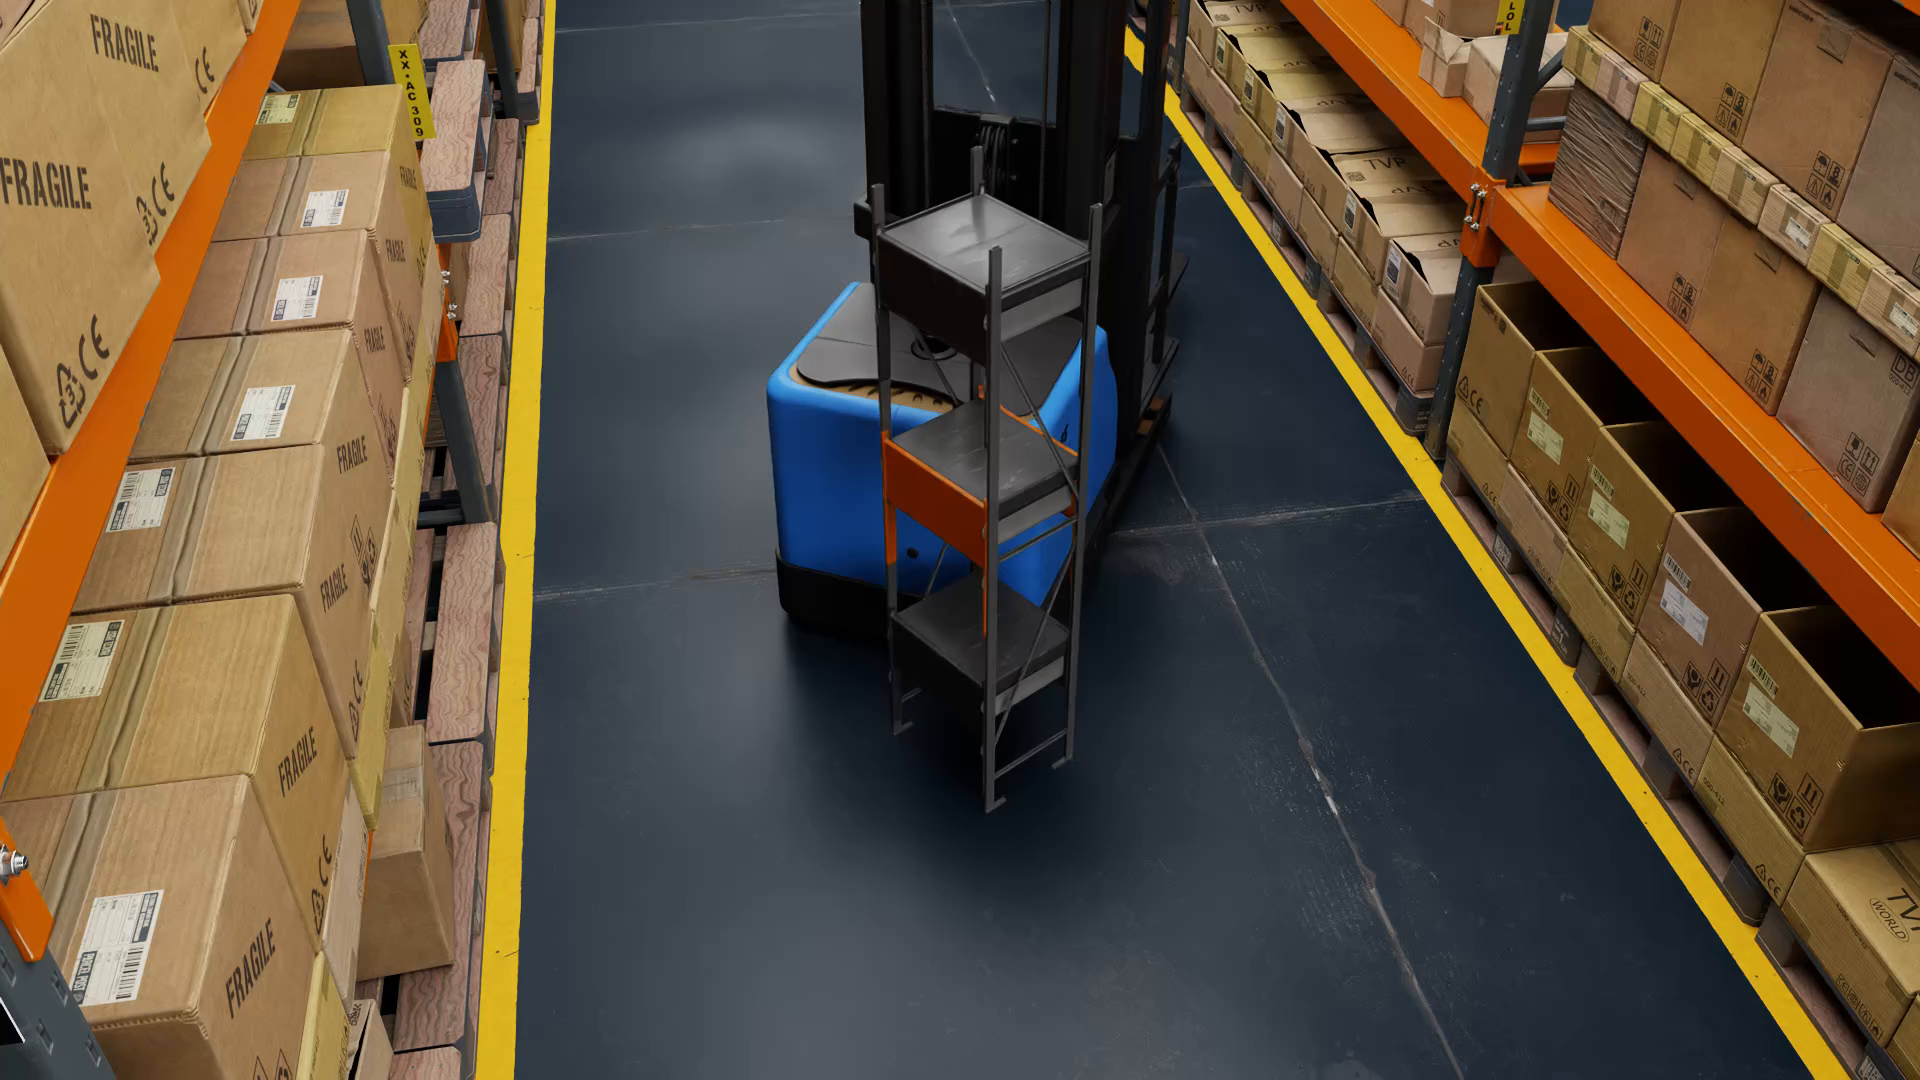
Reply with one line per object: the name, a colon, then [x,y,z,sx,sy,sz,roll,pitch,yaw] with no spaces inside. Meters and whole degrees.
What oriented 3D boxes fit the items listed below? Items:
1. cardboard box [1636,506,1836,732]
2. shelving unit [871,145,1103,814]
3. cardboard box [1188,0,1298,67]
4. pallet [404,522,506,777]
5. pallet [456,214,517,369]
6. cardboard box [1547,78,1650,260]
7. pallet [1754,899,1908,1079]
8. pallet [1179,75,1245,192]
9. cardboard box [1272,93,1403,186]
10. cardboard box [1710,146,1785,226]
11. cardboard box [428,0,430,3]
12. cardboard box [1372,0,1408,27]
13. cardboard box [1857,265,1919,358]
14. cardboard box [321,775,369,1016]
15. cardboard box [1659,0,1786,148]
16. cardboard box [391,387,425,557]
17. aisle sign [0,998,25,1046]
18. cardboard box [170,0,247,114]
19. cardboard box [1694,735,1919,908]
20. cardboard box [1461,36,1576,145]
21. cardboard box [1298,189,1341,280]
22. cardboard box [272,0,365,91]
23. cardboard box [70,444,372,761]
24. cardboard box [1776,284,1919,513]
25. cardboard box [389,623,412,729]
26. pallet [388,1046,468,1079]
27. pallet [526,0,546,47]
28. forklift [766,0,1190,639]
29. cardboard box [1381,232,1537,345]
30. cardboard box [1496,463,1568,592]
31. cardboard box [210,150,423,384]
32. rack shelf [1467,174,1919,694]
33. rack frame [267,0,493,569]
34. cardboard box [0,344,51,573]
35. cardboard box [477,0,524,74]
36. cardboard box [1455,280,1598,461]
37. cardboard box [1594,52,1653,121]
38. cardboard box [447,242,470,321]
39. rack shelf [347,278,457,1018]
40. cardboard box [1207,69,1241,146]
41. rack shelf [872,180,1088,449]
cardboard box: [2.565,0.232,5.293,0.500,0.500,0.500,-6,38,-8]
shelving unit: [0.072,-0.110,5.178,0.431,2.100,0.503,-28,46,-31]
cardboard box: [1.629,-2.980,9.583,0.500,0.311,0.500,-5,38,-6]
pallet: [-2.197,0.427,6.028,1.003,0.211,1.213,-6,38,-8]
pallet: [-2.704,-1.183,8.101,1.003,0.211,1.213,-6,38,-8]
cardboard box: [2.611,-1.383,6.004,0.700,0.500,0.500,-7,38,-9]
pallet: [3.053,1.449,4.713,1.003,0.211,1.213,-6,38,-8]
pallet: [1.932,-2.424,9.698,1.003,0.211,1.213,-6,38,-8]
cardboard box: [1.907,-2.045,8.380,0.500,0.311,0.500,-7,38,-9]
cardboard box: [2.564,-1.107,5.119,0.380,0.149,0.250,-7,38,-9]
cardboard box: [-2.718,-2.672,7.304,0.700,0.500,0.500,-6,38,-8]
cardboard box: [2.229,-2.737,7.746,0.500,0.500,0.500,-6,38,-8]
cardboard box: [2.700,-0.637,4.515,0.380,0.149,0.250,-7,38,-9]
cardboard box: [-1.526,0.750,3.445,0.500,0.250,0.500,-7,38,-9]
cardboard box: [2.701,-1.590,5.213,0.700,0.500,0.500,-6,38,-8]
cardboard box: [-1.785,-0.167,4.626,0.500,0.250,0.500,-6,38,-8]
aisle sign: [-1.340,0.325,1.768,0.394,0.787,0.004,-6,38,-8]
cardboard box: [-1.729,-1.083,3.157,0.500,0.500,0.500,-4,38,-5]
cardboard box: [2.655,0.830,5.135,0.500,0.250,0.500,-6,38,-8]
cardboard box: [2.398,-1.844,6.801,0.500,0.250,0.500,-4,38,-5]
cardboard box: [1.992,-1.525,8.167,0.500,0.250,0.500,-5,38,-7]
cardboard box: [-2.405,-1.600,5.925,0.700,0.500,0.500,-6,38,-8]
cardboard box: [-1.597,0.162,3.591,0.500,0.500,0.500,-7,38,-9]
cardboard box: [2.885,-0.452,4.806,0.700,0.500,0.500,-5,38,-7]
cardboard box: [-2.128,0.360,5.520,0.500,0.500,0.500,-9,39,-11]
pallet: [-1.769,1.901,4.131,1.003,0.211,1.213,-6,38,-8]
pallet: [-3.325,-3.610,11.225,1.003,0.211,1.213,-6,38,-8]
forklift: [0.295,-1.597,6.416,1.130,2.935,3.031,13,40,16]
cardboard box: [2.174,-1.126,7.196,0.500,0.311,0.500,-6,38,-8]
cardboard box: [2.393,-0.076,6.301,0.500,0.250,0.500,-6,38,-8]
cardboard box: [-1.869,-0.768,4.788,0.500,0.500,0.500,-6,38,-8]
rack shelf: [2.878,-0.119,5.044,1.077,0.370,4.000,-6,38,-8]
rack frame: [-2.349,-1.076,5.690,1.000,3.000,0.127,-6,38,-8]
cardboard box: [-1.460,-0.121,1.918,0.500,0.500,0.500,-5,38,-7]
cardboard box: [-3.050,-3.267,9.920,0.750,0.750,0.750,-7,38,-9]
cardboard box: [2.300,-0.673,6.459,0.500,0.500,0.500,-6,38,-8]
cardboard box: [2.428,-1.572,5.718,0.380,0.149,0.250,-6,38,-7]
cardboard box: [-2.684,-1.324,7.689,0.700,0.500,0.500,-6,38,-7]
rack shelf: [-1.998,0.416,4.356,1.077,0.370,4.000,-6,38,-8]
cardboard box: [1.718,-2.455,9.365,0.500,0.250,0.500,-7,38,-9]
rack shelf: [0.070,-0.653,4.758,0.431,0.518,0.480,-28,46,-31]
